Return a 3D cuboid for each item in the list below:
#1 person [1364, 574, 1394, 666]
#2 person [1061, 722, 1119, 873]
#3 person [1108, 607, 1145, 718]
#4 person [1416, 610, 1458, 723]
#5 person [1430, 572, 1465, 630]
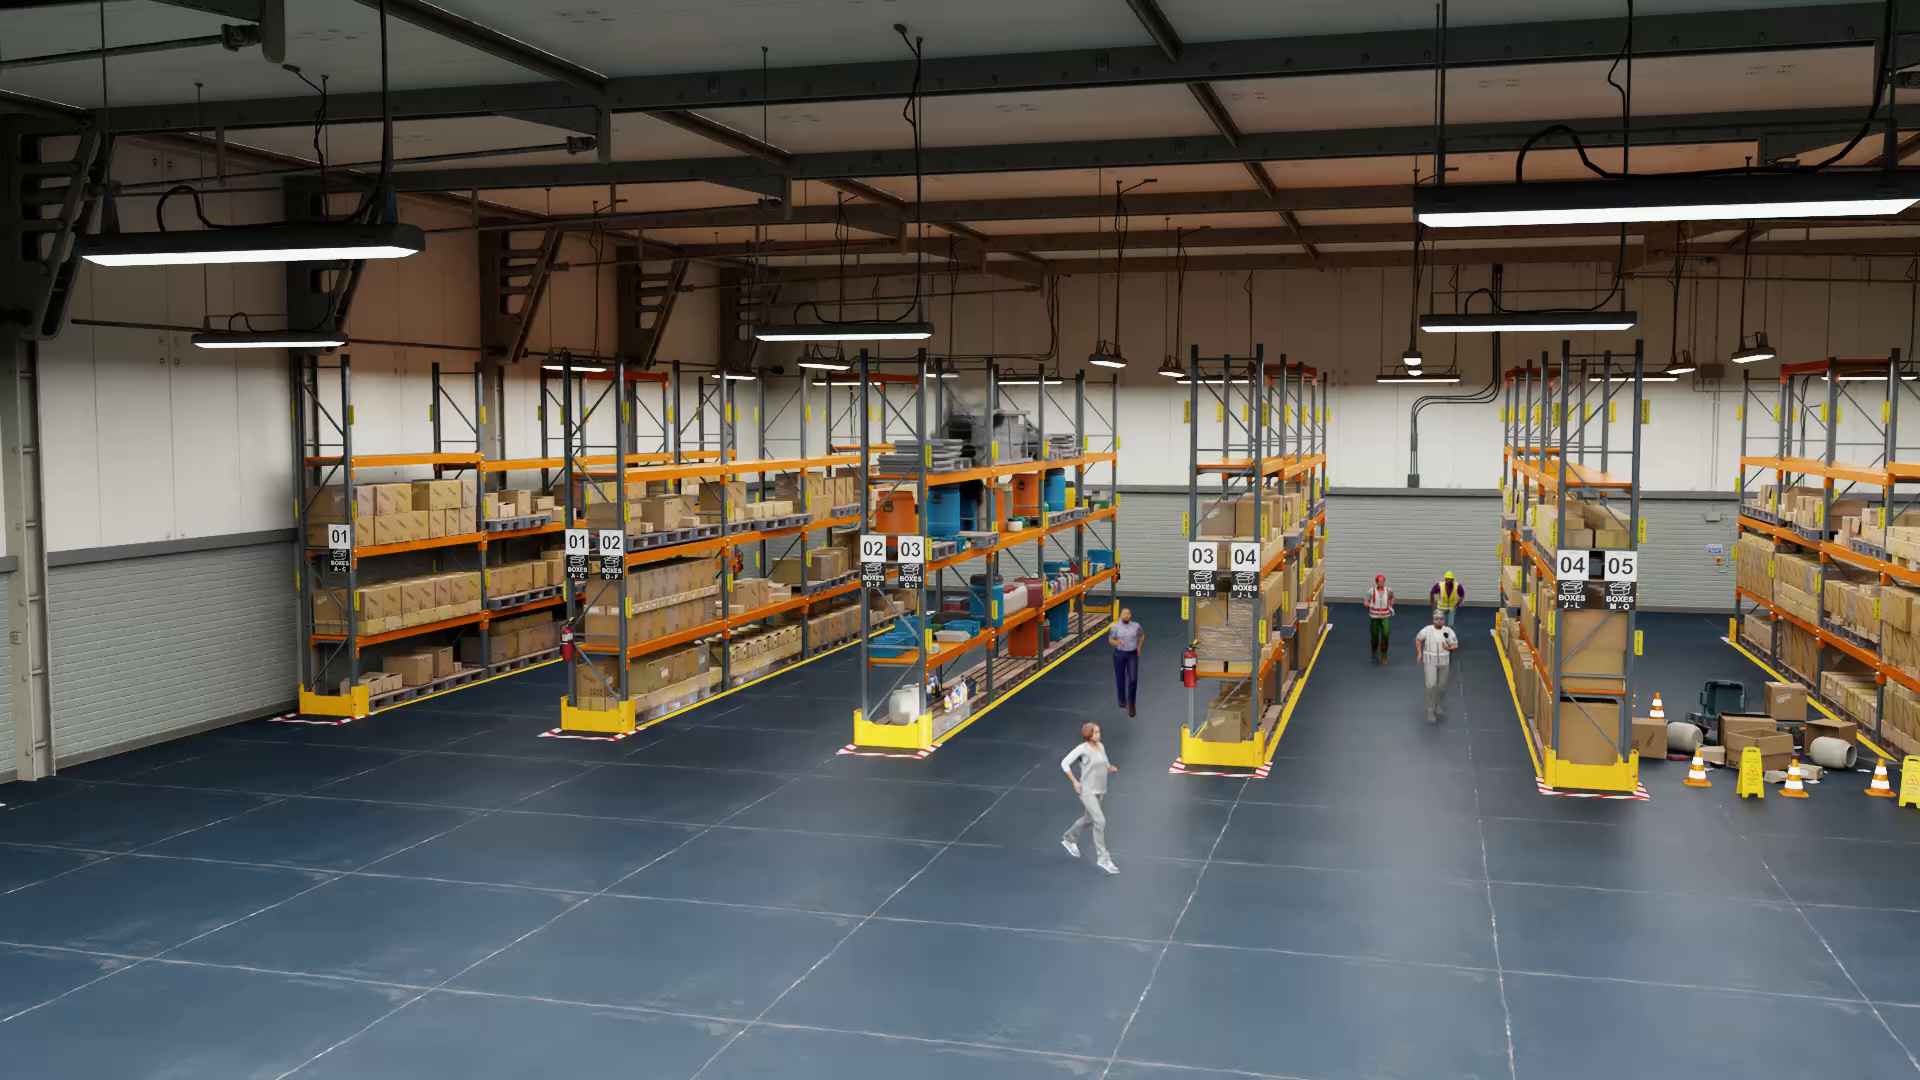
[{"bbox_3d":[8.478,1.584,33.639,0.613,1.823,0.894,1,4,10],"label":"person"},{"bbox_3d":[1.440,2.806,18.368,0.843,1.611,0.524,4,6,40],"label":"person"},{"bbox_3d":[2.654,1.950,26.483,0.586,1.736,0.650,0,4,3],"label":"person"},{"bbox_3d":[7.864,2.061,27.411,0.640,1.834,0.822,1,4,7],"label":"person"},{"bbox_3d":[10.437,1.506,35.633,0.693,1.689,0.780,0,4,5],"label":"person"}]
